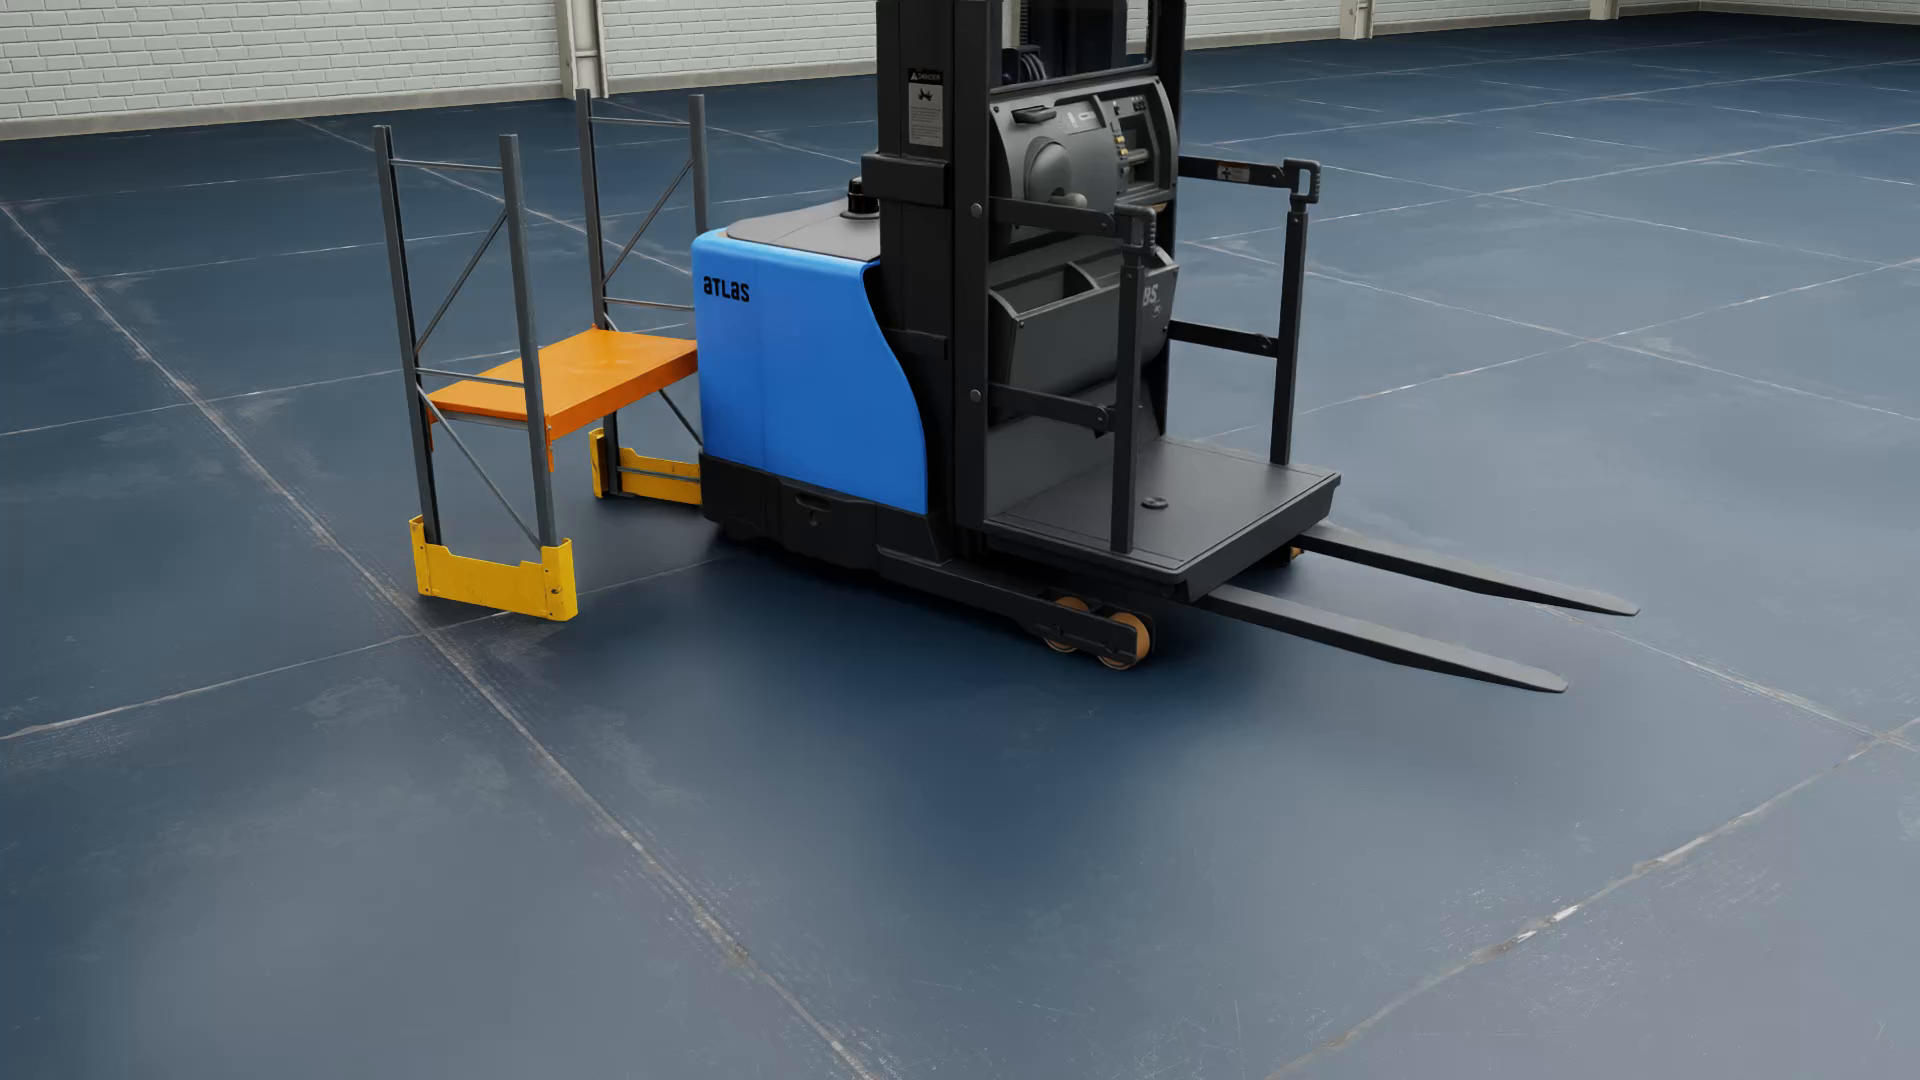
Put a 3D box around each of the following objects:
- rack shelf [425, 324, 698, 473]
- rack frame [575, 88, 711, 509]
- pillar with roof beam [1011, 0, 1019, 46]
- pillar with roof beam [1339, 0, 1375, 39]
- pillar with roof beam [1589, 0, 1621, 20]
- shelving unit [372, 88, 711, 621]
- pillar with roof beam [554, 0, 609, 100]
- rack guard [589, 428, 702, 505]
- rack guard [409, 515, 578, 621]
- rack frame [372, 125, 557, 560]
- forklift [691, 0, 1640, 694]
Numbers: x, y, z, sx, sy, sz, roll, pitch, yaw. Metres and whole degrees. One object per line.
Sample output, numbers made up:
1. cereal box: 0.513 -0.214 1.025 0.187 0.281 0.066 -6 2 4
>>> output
1. rack shelf: -1.302 -0.500 5.611 0.538 0.185 1.000 9 23 21
2. rack frame: -1.102 -0.840 5.979 0.500 1.500 0.032 9 23 21
3. pillar with roof beam: 3.398 -8.898 16.054 0.400 9.000 9.100 -15 26 -33
4. pillar with roof beam: 8.269 -10.197 19.309 0.400 9.000 9.100 -15 26 -33
5. pillar with roof beam: 13.139 -11.496 22.563 0.400 9.000 9.100 -15 26 -33
6. shelving unit: -1.305 -0.664 5.537 0.587 1.500 1.083 9 23 21
7. pillar with roof beam: -1.472 -7.600 12.799 0.400 9.000 9.100 -15 26 -33
8. rack guard: -1.110 -0.253 6.194 0.587 0.250 0.087 9 23 21
9. rack guard: -1.500 0.086 5.343 0.587 0.250 0.087 9 23 21
10. rack frame: -1.501 -0.494 5.110 0.500 1.500 0.032 9 23 21
11. forklift: 0.559 -1.199 4.946 3.031 2.935 1.130 16 27 34
